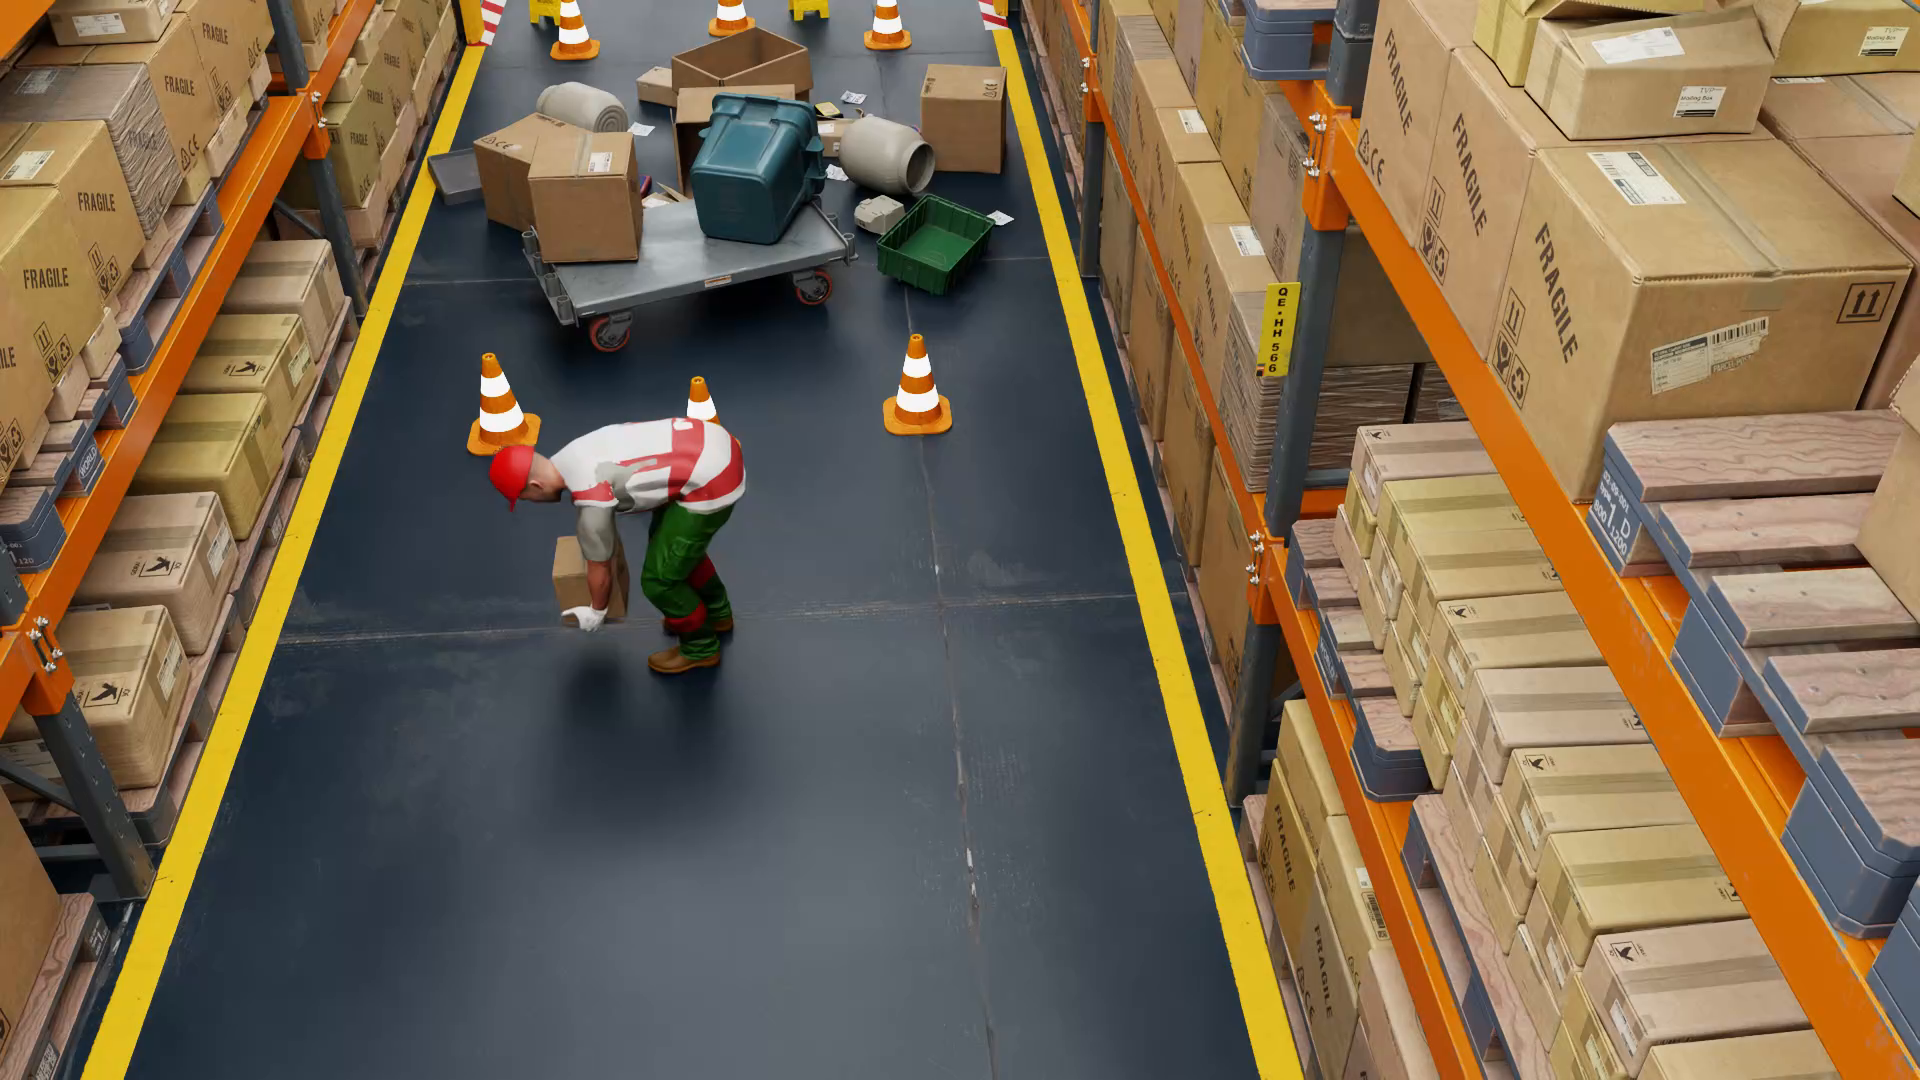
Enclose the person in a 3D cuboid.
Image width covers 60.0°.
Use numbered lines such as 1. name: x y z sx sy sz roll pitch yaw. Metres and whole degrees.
1. person: -1.316 0.022 6.630 0.962 1.130 0.491 -4 39 -5
